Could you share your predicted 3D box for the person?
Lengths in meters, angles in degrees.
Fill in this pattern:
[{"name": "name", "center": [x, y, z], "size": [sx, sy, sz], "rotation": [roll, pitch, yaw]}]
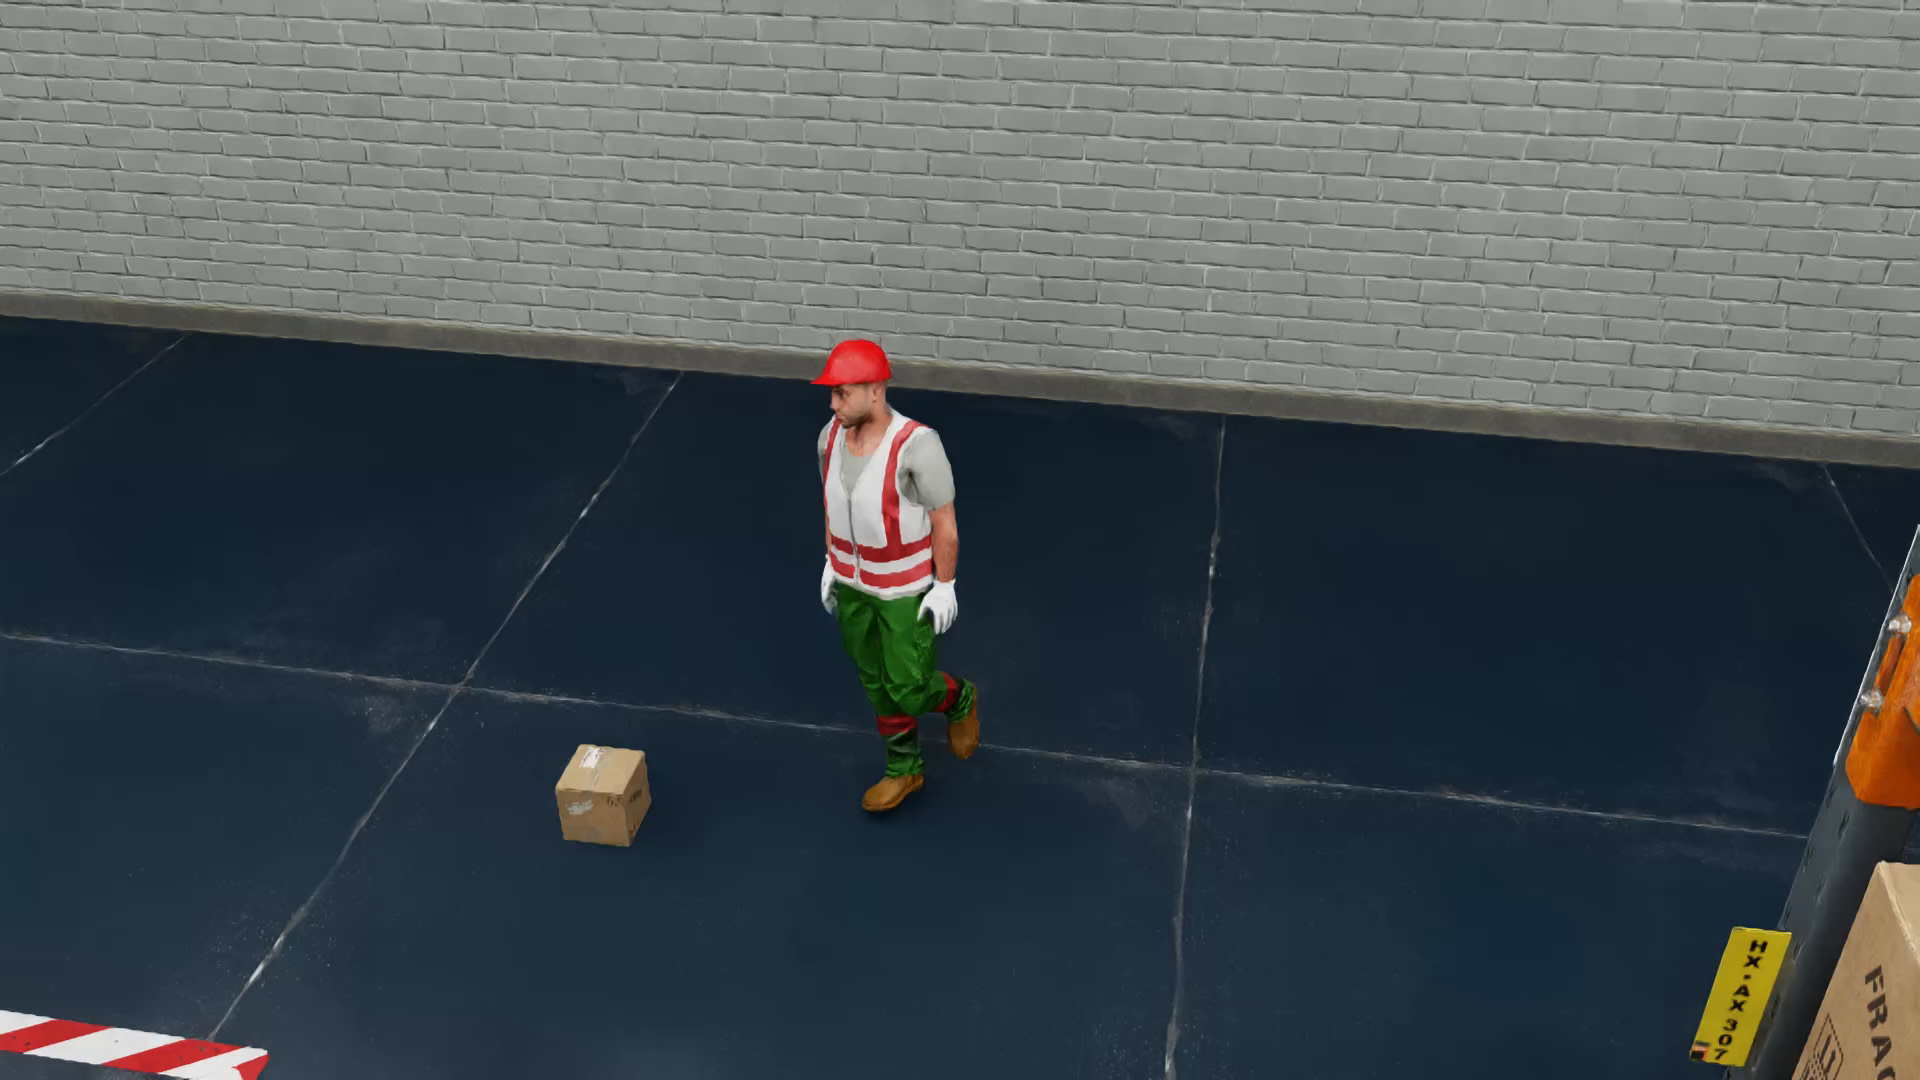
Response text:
[{"name": "person", "center": [-0.246, 0.123, 5.904], "size": [0.592, 1.765, 0.593], "rotation": [21, 38, 29]}]
